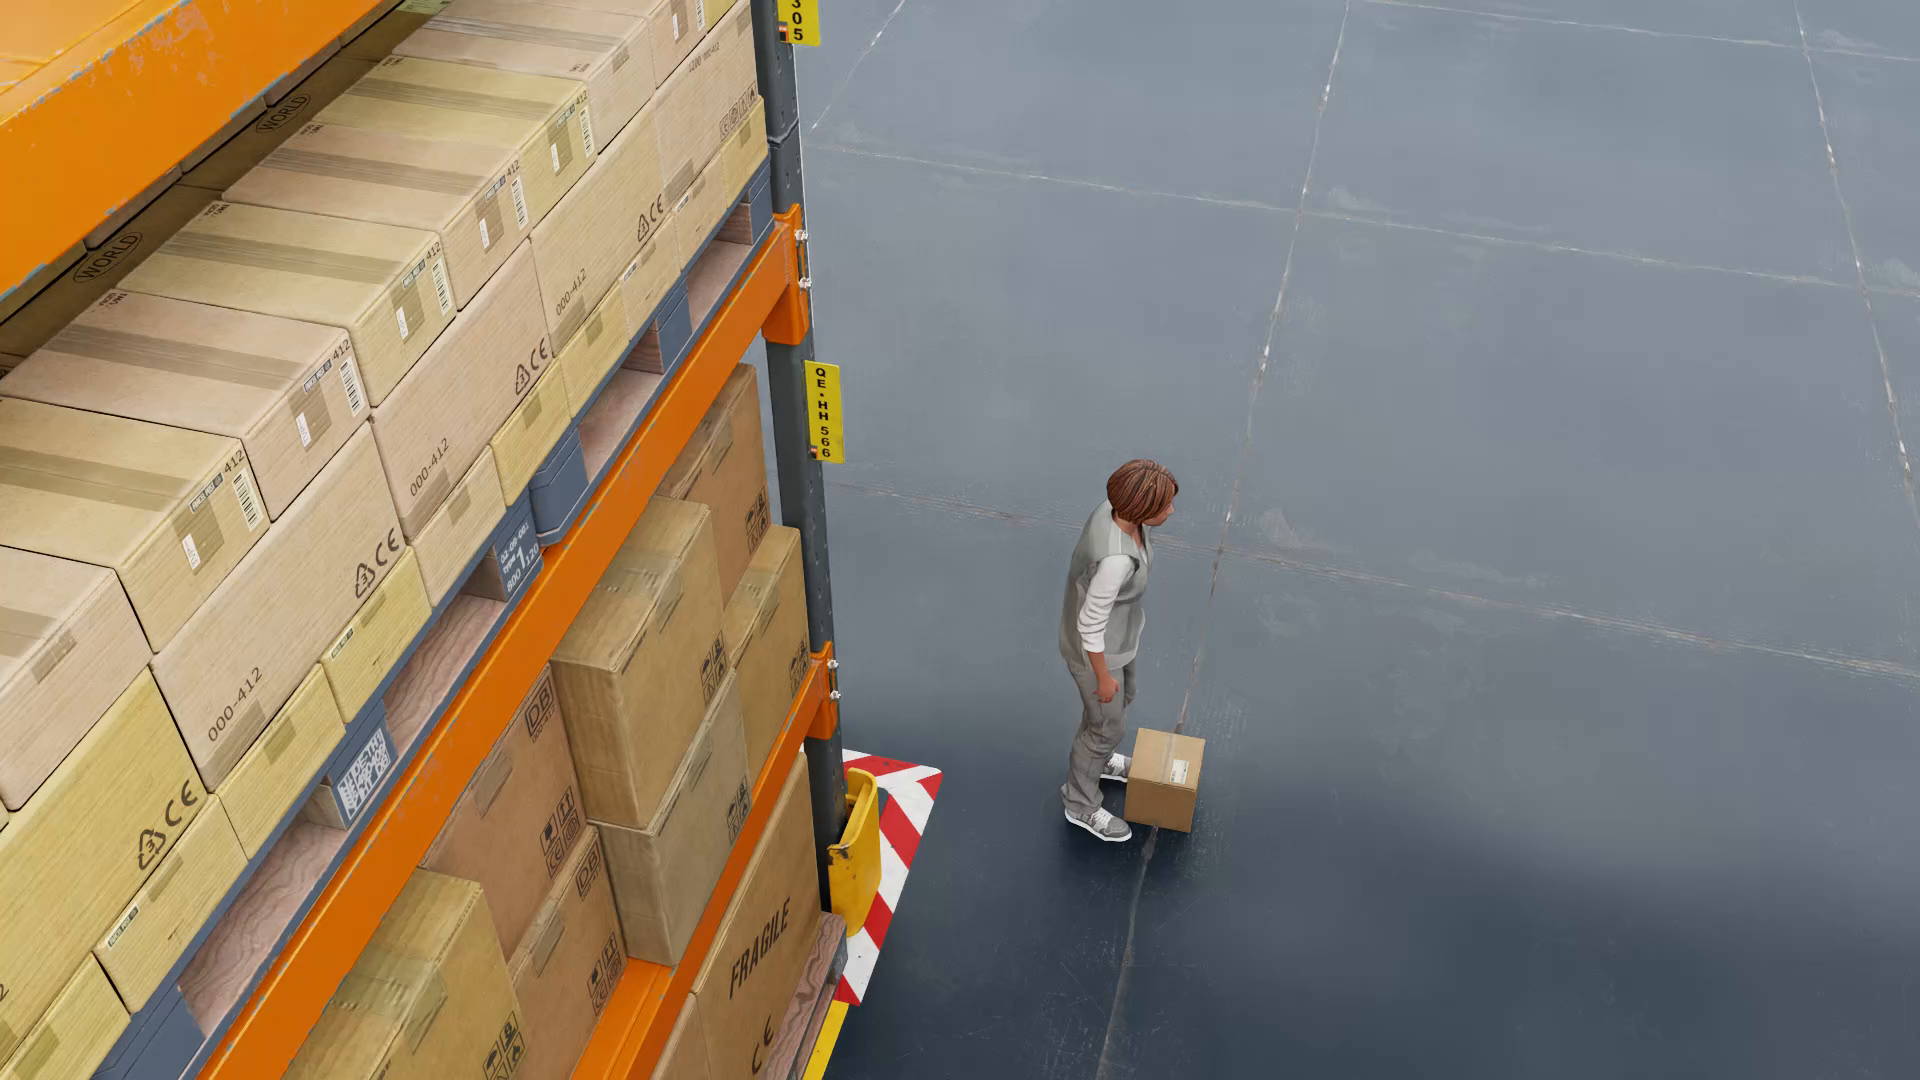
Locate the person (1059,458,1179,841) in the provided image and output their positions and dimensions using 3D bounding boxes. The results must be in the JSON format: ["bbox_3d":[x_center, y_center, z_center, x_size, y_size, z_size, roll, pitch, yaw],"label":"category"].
[{"bbox_3d":[0.519,0.355,5.767,0.346,1.593,0.460,10,43,11],"label":"person"}]
